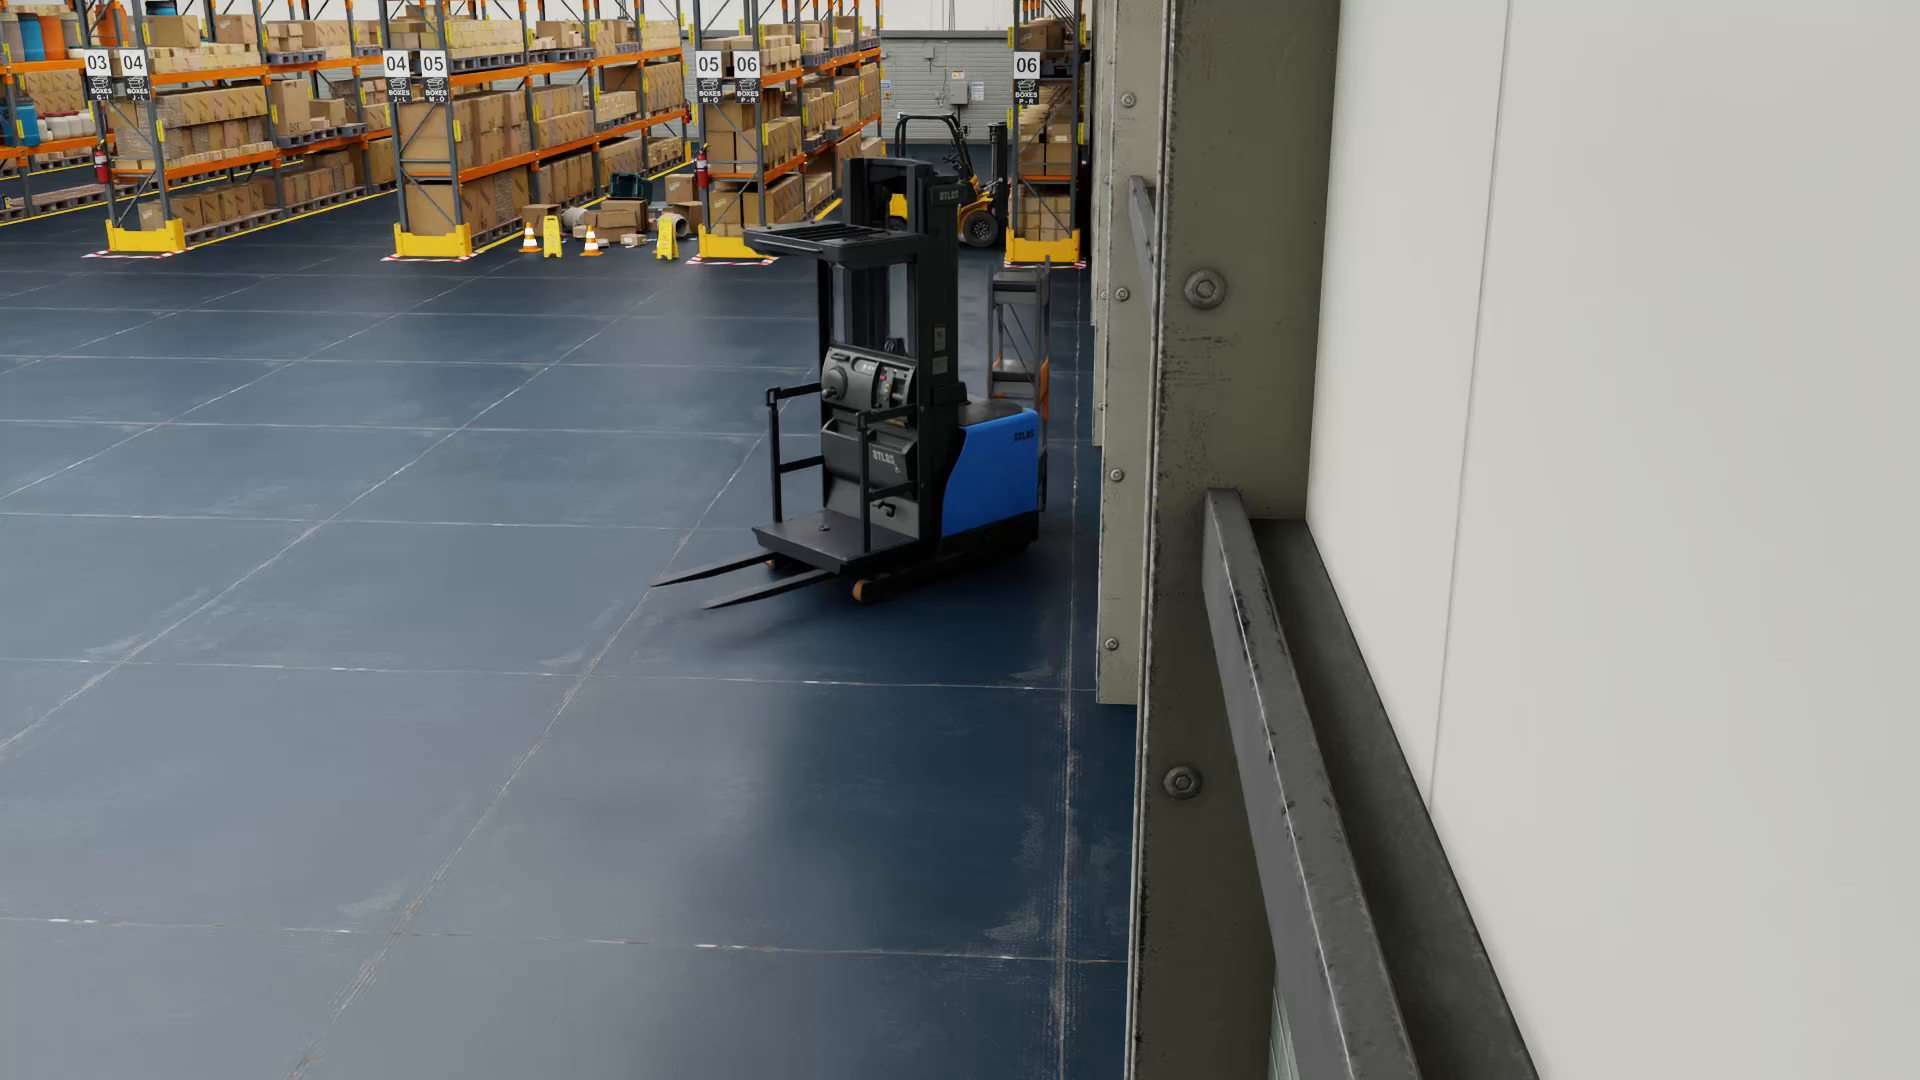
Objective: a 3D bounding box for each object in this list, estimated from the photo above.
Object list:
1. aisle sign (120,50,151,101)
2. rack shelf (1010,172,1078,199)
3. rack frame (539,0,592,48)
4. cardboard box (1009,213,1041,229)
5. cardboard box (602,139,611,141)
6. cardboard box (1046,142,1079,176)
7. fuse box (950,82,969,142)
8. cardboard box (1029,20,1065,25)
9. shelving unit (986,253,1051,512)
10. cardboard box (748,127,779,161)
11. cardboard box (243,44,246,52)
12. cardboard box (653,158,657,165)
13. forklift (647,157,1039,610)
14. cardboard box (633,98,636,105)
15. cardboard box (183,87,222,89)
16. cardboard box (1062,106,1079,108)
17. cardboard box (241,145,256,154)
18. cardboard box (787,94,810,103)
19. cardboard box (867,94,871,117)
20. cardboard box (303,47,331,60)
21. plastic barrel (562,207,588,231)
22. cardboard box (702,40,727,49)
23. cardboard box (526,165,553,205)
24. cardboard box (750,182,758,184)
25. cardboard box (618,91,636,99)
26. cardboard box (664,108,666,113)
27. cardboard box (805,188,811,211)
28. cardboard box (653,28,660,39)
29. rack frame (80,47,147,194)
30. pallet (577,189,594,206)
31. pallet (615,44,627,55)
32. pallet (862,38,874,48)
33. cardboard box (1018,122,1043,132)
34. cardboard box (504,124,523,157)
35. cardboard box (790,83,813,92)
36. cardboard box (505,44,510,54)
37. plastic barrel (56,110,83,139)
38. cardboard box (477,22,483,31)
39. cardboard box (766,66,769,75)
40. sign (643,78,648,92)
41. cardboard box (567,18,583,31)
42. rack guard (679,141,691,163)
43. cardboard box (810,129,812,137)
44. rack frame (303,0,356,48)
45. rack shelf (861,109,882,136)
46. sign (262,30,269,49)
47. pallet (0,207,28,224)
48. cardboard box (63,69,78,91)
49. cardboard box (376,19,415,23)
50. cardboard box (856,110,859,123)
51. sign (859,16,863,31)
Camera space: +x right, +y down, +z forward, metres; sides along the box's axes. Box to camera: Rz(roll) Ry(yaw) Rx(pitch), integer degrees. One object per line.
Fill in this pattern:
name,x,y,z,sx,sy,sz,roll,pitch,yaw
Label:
aisle sign,-13.216,-7.442,26.644,0.394,0.787,0.004,1,18,4
rack shelf,1.468,-6.181,28.126,1.077,0.370,4.000,1,18,4
rack frame,-7.997,-11.426,33.342,1.000,3.000,0.127,1,18,4
cardboard box,1.048,-5.191,26.885,0.500,0.250,0.500,1,18,3
cardboard box,-8.063,-8.797,37.088,0.500,0.250,0.500,2,18,5
cardboard box,1.638,-6.097,26.553,0.500,0.500,0.500,2,18,6
fuse box,-0.013,-12.028,46.883,0.539,1.711,0.414,1,18,4
cardboard box,1.667,-9.728,31.982,0.700,0.500,0.500,1,18,3
shelving unit,0.459,-1.166,13.109,0.431,2.100,0.503,3,18,10
cardboard box,-3.282,-6.502,27.312,0.500,0.500,0.500,2,18,6
cardboard box,-13.069,-8.830,29.838,0.380,0.149,0.250,1,18,5
cardboard box,-7.379,-8.929,39.261,0.380,0.149,0.250,1,18,4
forklift,-0.805,-1.134,11.678,3.031,2.935,1.130,-17,24,-41
cardboard box,-7.542,-9.911,37.605,0.380,0.149,0.250,2,18,6
cardboard box,-13.544,-7.850,29.818,0.500,0.500,0.500,1,18,4
cardboard box,2.142,-8.396,32.528,0.380,0.149,0.250,1,18,3
cardboard box,-12.958,-7.049,30.021,0.380,0.149,0.250,1,18,4
cardboard box,-2.953,-8.089,30.437,0.380,0.149,0.250,1,18,4
cardboard box,-2.389,-10.237,39.186,0.500,0.500,0.500,1,18,4
cardboard box,-12.787,-9.608,32.852,0.500,0.250,0.500,2,18,5
plastic barrel,-6.835,-5.722,29.707,0.512,0.421,0.421,17,25,41
cardboard box,-3.896,-7.808,26.241,0.380,0.149,0.250,1,18,4
cardboard box,-8.329,-6.658,31.365,1.050,0.750,0.750,1,18,4
cardboard box,-3.716,-5.999,28.949,0.500,0.500,0.500,2,18,7
cardboard box,-7.544,-10.052,37.555,0.380,0.149,0.250,2,18,6
cardboard box,-7.345,-10.435,40.355,0.380,0.149,0.250,1,18,2
cardboard box,-3.304,-6.368,31.085,0.950,0.372,0.625,2,18,5
cardboard box,-7.346,-11.864,38.934,0.500,0.250,0.500,2,18,5
rack frame,-17.877,-8.828,35.048,1.000,3.000,0.127,1,18,4
pallet,-8.129,-7.007,33.969,1.003,0.211,1.213,1,18,4
pallet,-7.932,-10.642,36.069,1.213,0.211,1.003,1,18,4
pallet,-2.607,-11.754,39.301,1.003,0.211,1.213,1,18,4
cardboard box,1.127,-6.592,26.545,0.380,0.149,0.250,1,18,4
cardboard box,-8.315,-7.118,29.589,0.875,0.550,0.550,1,18,4
cardboard box,-3.276,-9.185,34.372,0.500,0.500,0.500,1,18,2
cardboard box,-8.044,-8.528,28.883,0.380,0.149,0.250,1,18,4
plastic barrel,-17.793,-8.305,33.233,0.433,0.535,0.433,0,18,0
cardboard box,-8.137,-8.514,27.560,0.380,0.149,0.250,1,18,3
cardboard box,-3.296,-7.579,26.821,0.380,0.149,0.250,2,18,5
sign,-7.157,-10.357,37.853,0.100,0.325,0.005,1,18,4
cardboard box,-8.156,-10.944,35.296,0.396,0.266,0.258,1,18,4
rack guard,-7.429,-9.849,42.177,1.175,0.500,0.348,1,18,4
cardboard box,-2.958,-7.576,30.956,0.380,0.149,0.250,2,18,5
rack frame,-12.937,-11.568,33.776,1.000,3.000,0.127,1,18,4
rack shelf,-2.623,-10.018,39.834,1.077,0.370,4.000,1,18,4
sign,-12.682,-9.137,30.342,0.100,0.325,0.005,1,18,4
pallet,-18.254,-6.053,31.057,1.003,0.211,1.213,1,18,4
cardboard box,-22.107,-11.325,40.902,0.500,0.500,0.500,2,18,6
cardboard box,-12.682,-11.452,37.403,0.700,0.500,0.500,2,18,5
cardboard box,-2.547,-9.522,37.408,0.500,0.250,0.500,1,18,3
sign,-2.224,-11.550,37.202,0.100,0.325,0.005,1,18,4
